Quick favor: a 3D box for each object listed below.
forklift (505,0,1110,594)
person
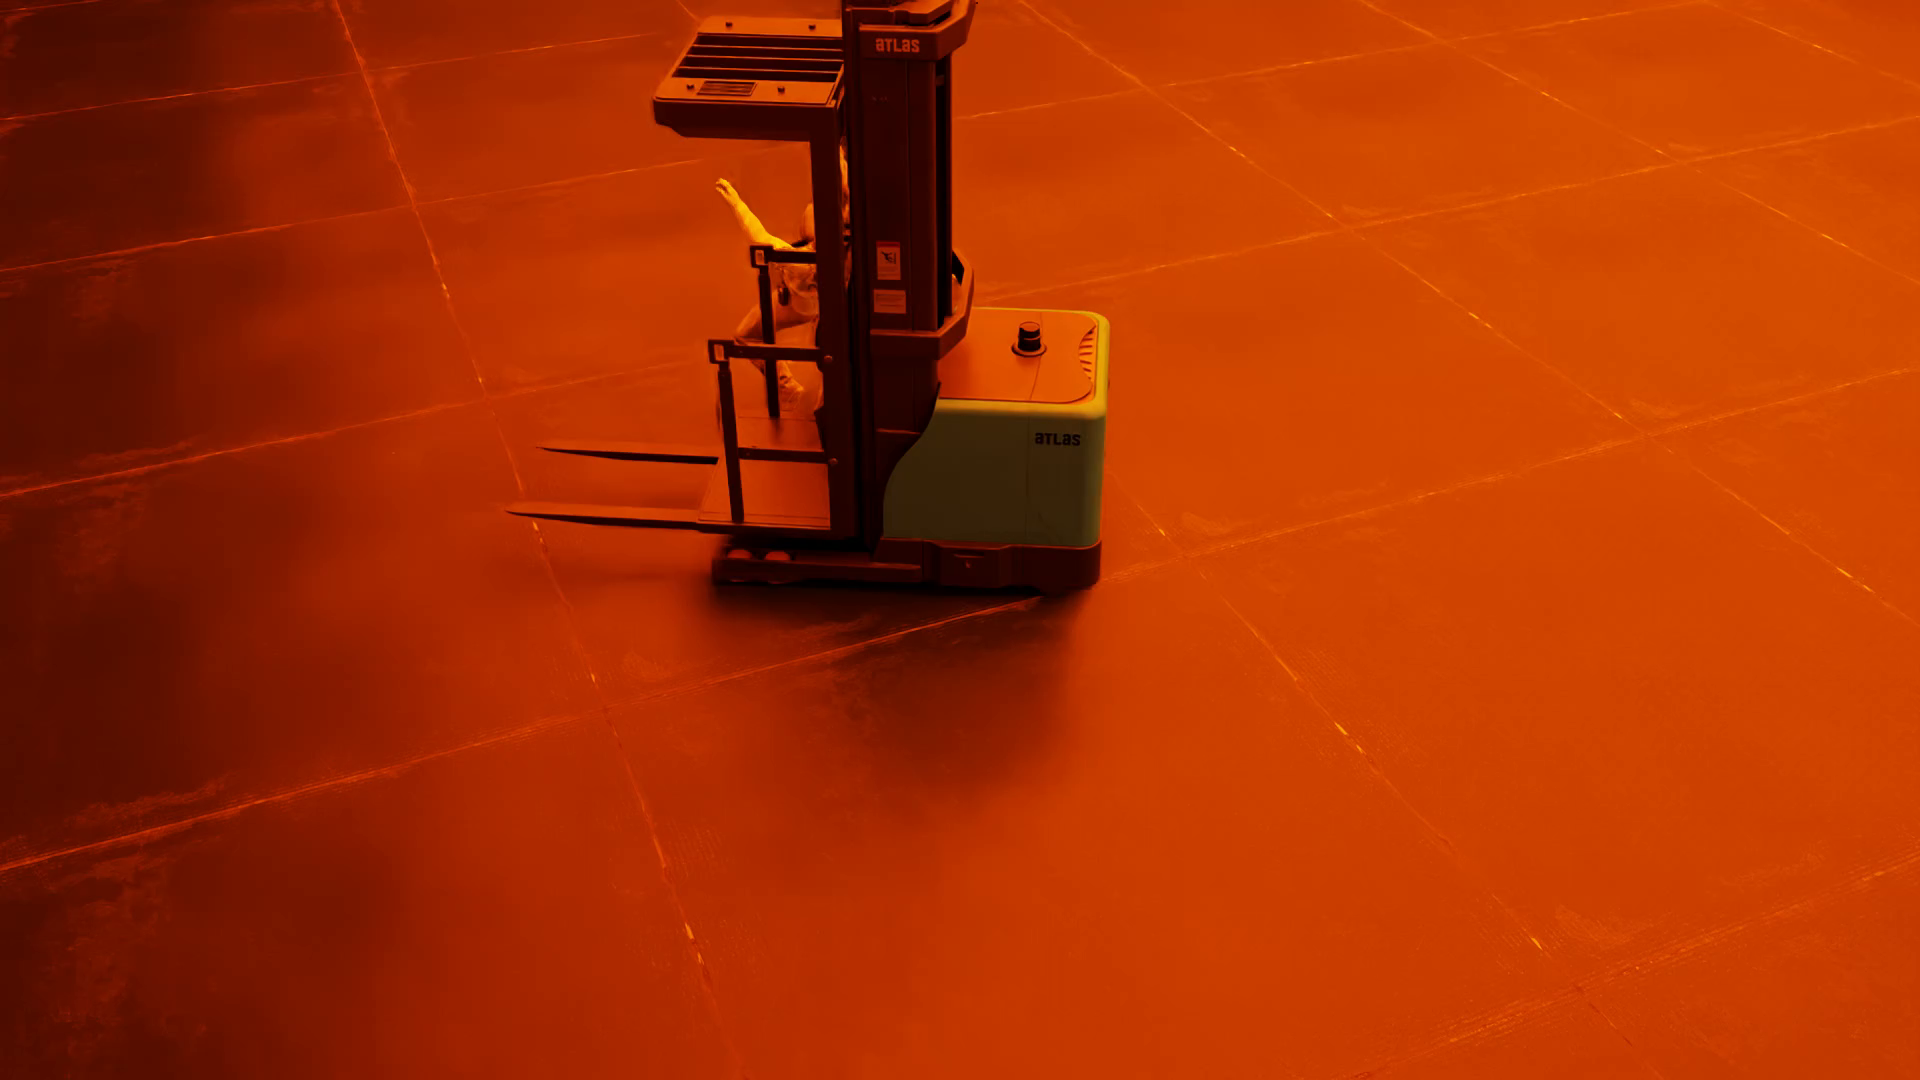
[{"bbox_3d":[-0.778,-1.274,7.890,3.031,2.935,1.130,3,36,4],"label":"forklift"},{"bbox_3d":[-0.864,-1.342,9.193,0.874,1.533,0.764,-23,41,-29],"label":"person"}]
